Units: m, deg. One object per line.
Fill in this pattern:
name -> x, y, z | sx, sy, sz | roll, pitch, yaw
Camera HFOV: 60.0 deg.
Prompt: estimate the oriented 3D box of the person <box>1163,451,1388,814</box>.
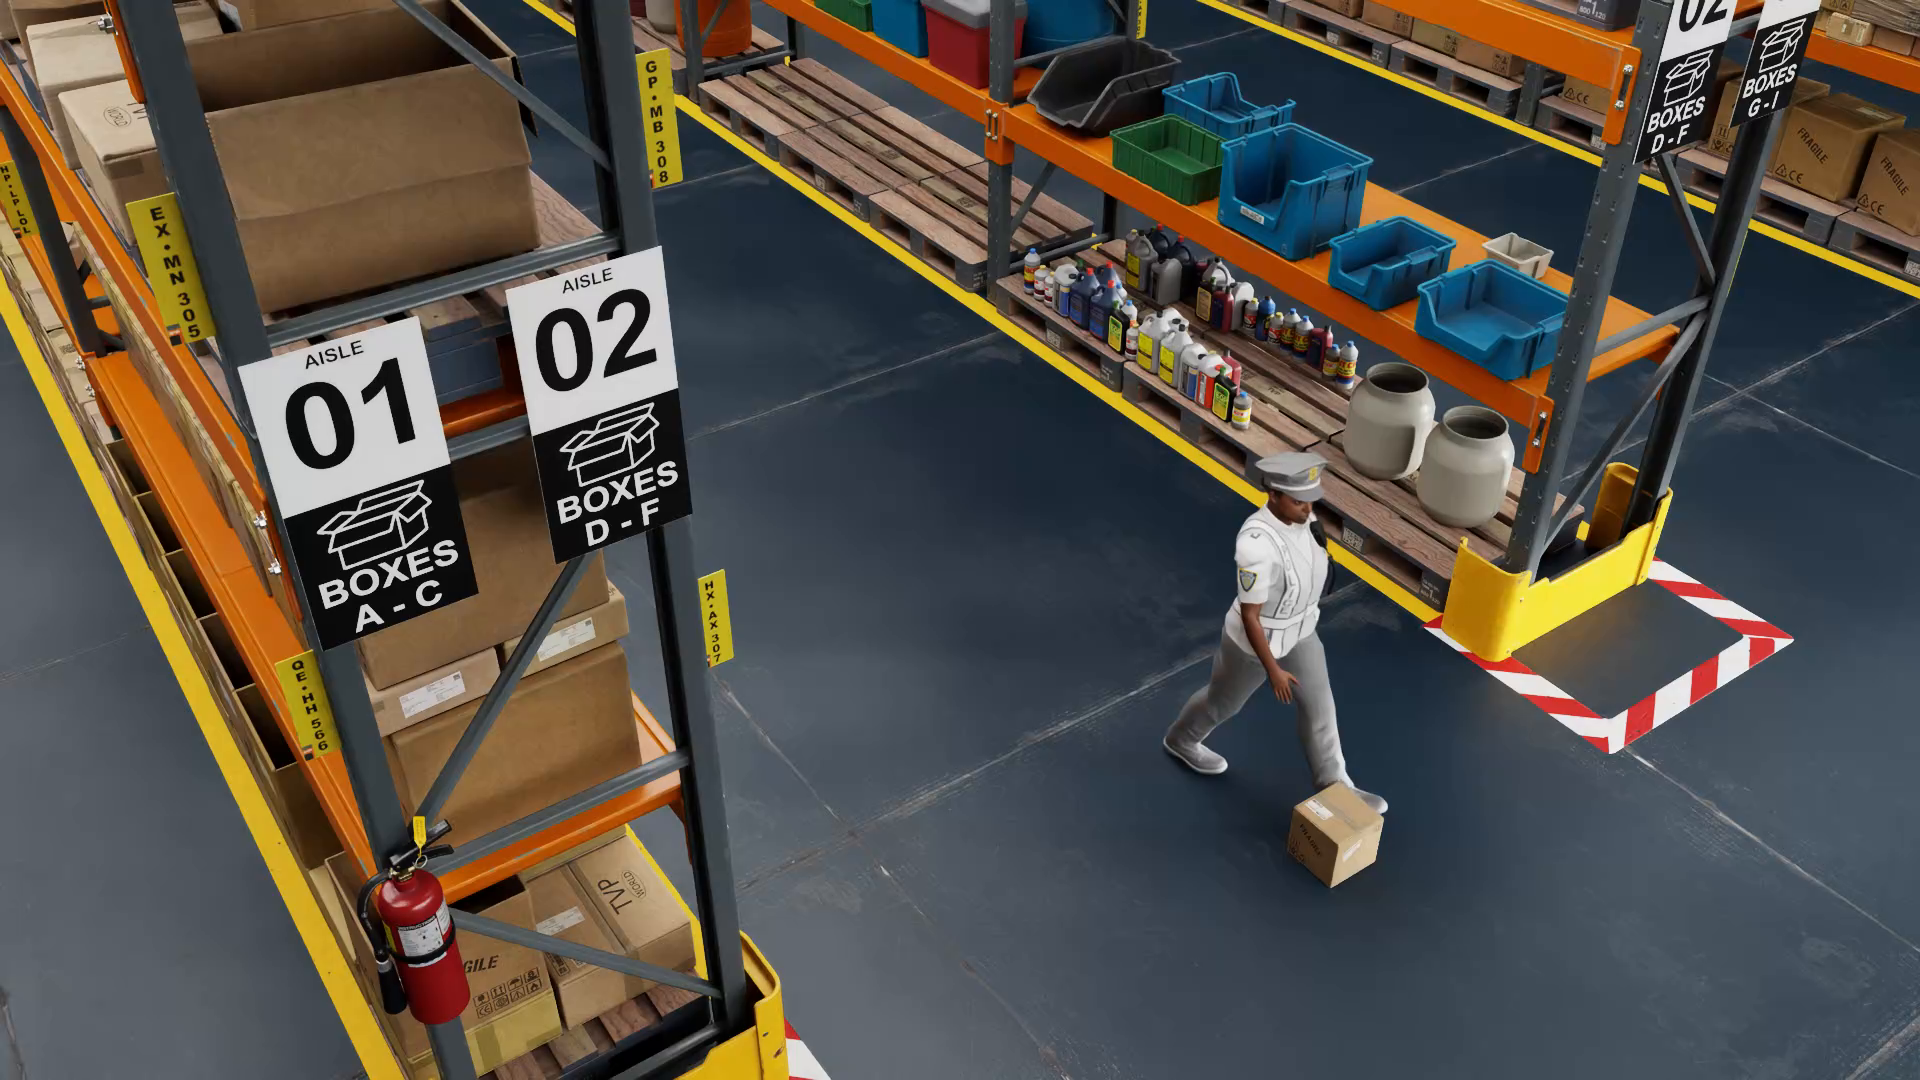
person -> 1.281, 0.392, 6.465 | 0.950, 1.631, 0.472 | 30, 46, 34
